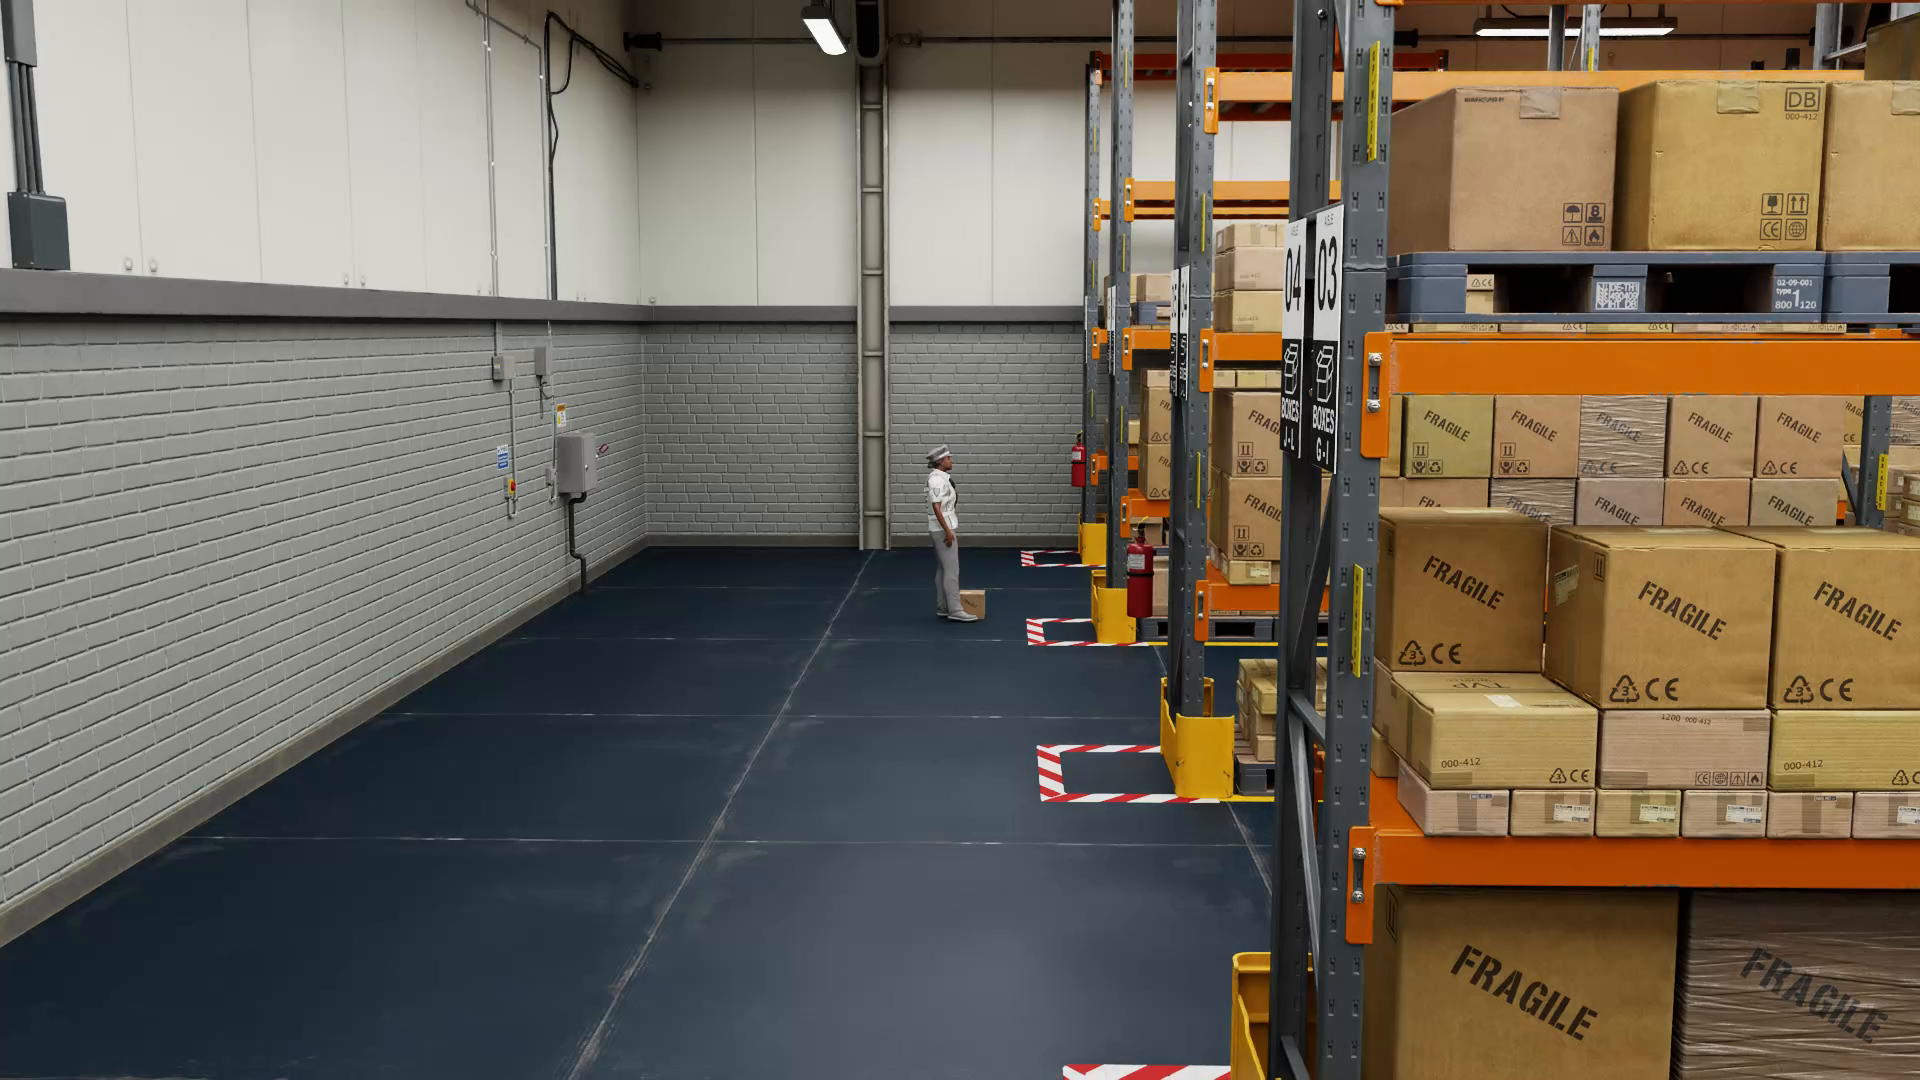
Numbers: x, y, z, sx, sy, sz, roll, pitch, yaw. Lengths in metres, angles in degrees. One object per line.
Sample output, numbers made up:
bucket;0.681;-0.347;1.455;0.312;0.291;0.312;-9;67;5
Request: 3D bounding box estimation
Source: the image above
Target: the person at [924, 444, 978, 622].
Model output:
person;-0.086;-0.084;16.233;0.528;1.695;0.570;0;7;1
